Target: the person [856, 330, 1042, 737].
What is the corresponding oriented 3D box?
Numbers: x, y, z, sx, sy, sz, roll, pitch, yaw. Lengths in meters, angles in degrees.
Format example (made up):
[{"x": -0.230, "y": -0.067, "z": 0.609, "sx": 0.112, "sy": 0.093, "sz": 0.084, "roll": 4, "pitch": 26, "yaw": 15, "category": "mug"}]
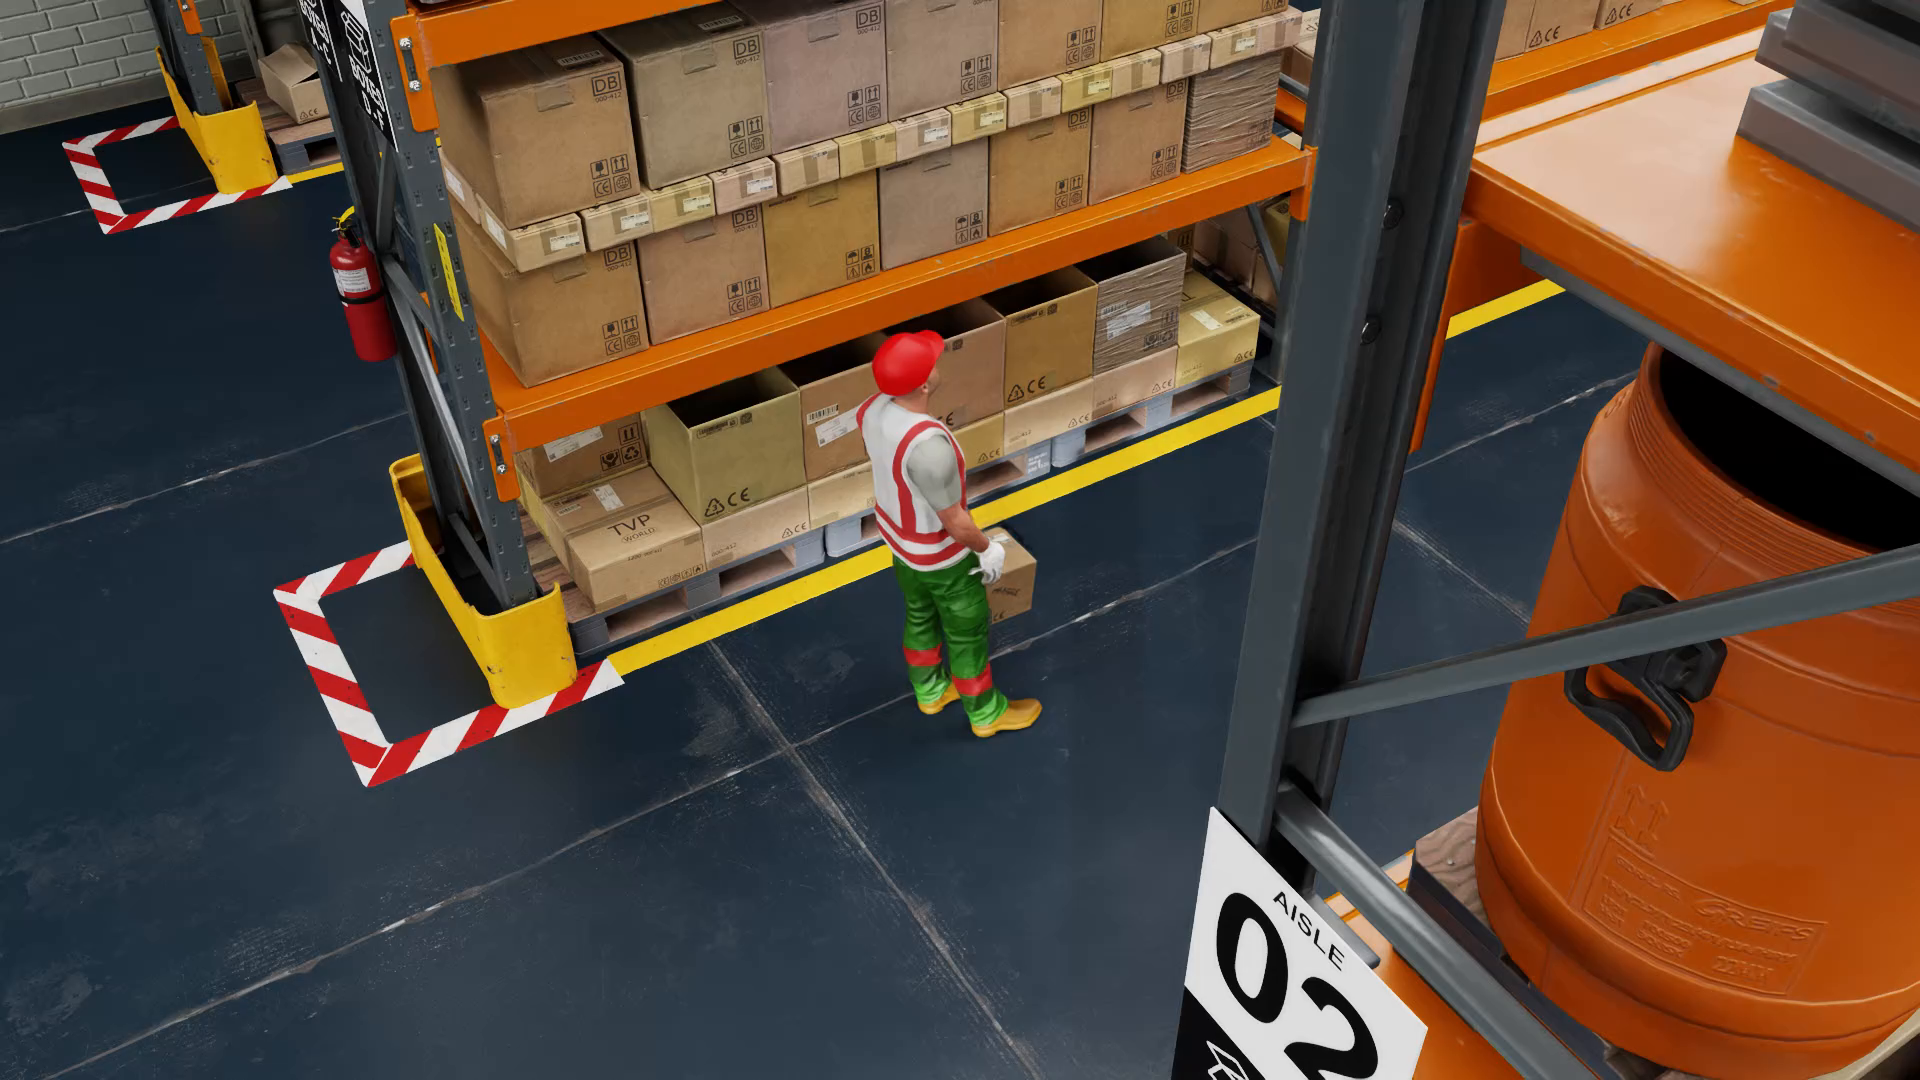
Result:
[{"x": -0.042, "y": -0.027, "z": 6.158, "sx": 0.562, "sy": 1.789, "sz": 0.597, "roll": -22, "pitch": 45, "yaw": -24, "category": "person"}]
